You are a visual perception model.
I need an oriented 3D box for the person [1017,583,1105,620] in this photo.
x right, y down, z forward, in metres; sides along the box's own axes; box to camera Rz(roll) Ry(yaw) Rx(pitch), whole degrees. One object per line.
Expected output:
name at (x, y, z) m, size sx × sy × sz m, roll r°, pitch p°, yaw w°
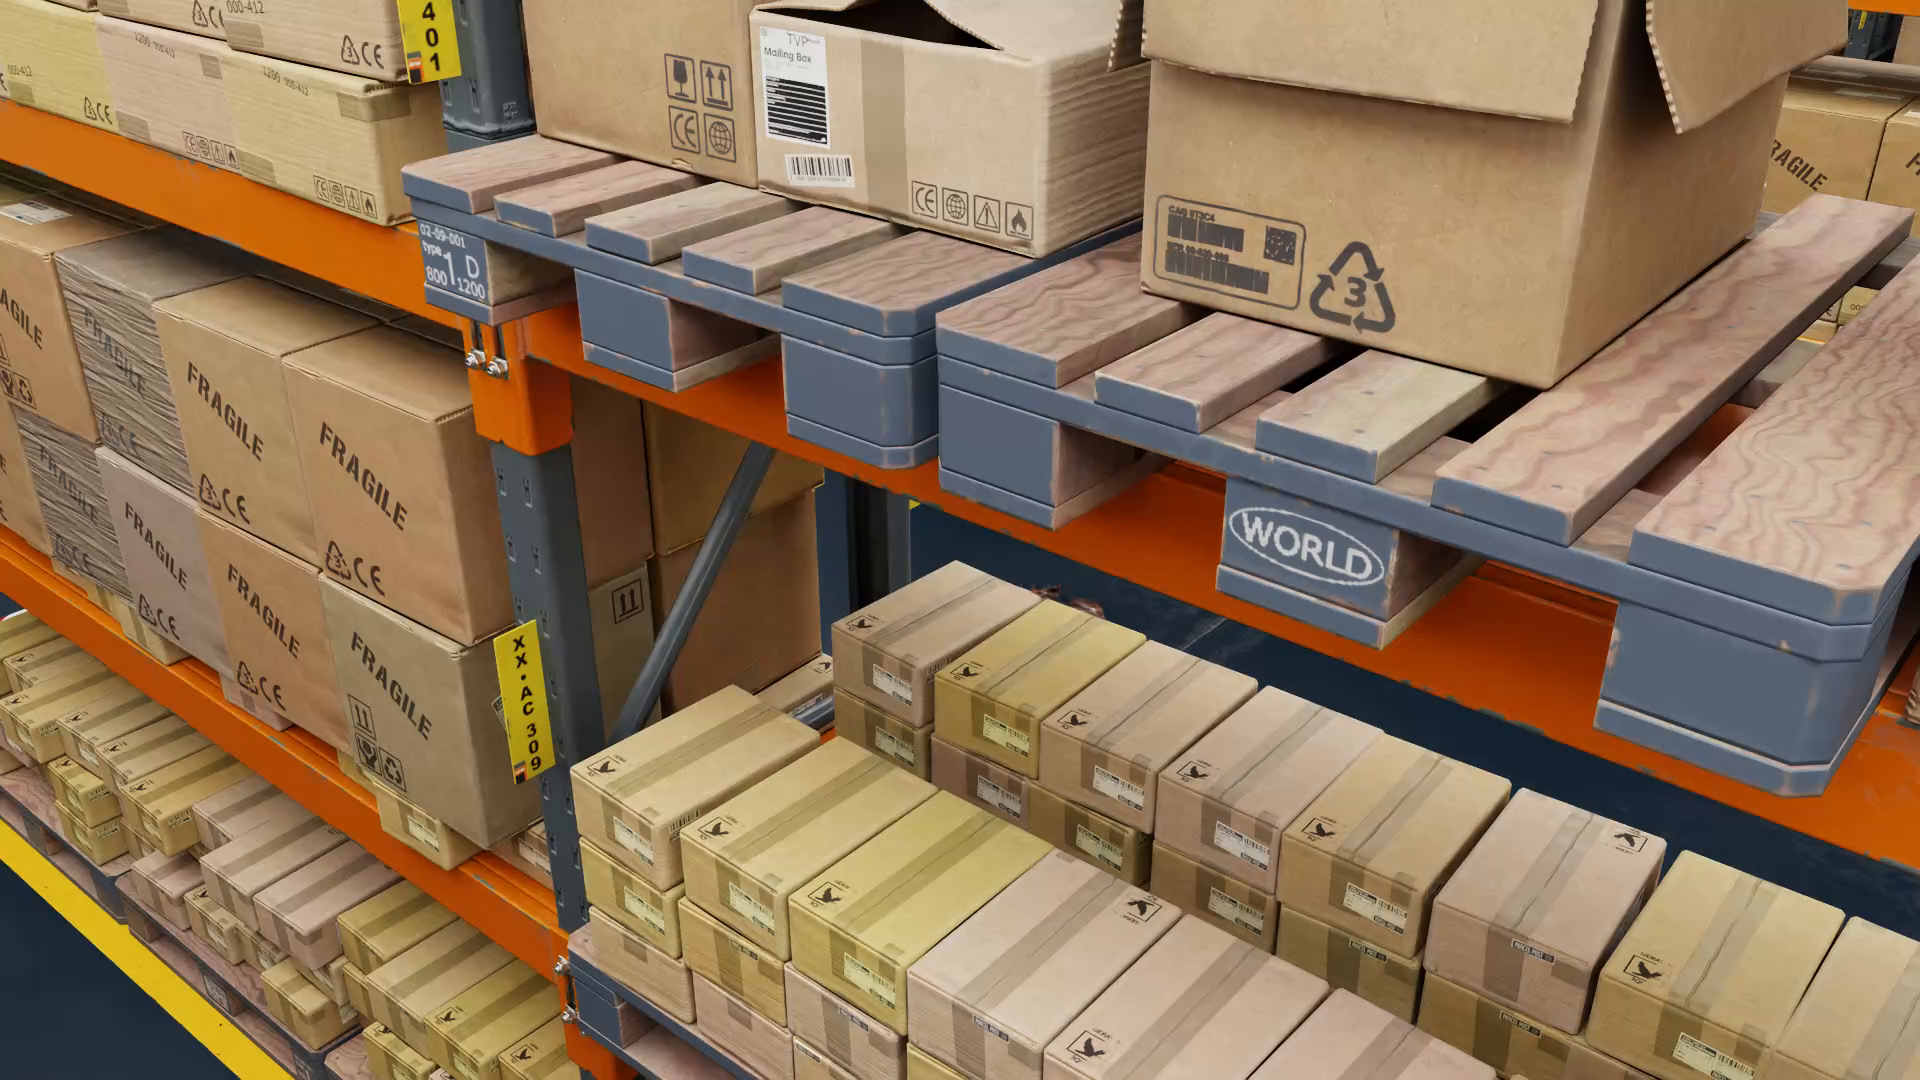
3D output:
person at (0.106, 0.628, 5.443) m, size 0.844 × 1.188 × 0.437 m, roll 19°, pitch 33°, yaw 33°
